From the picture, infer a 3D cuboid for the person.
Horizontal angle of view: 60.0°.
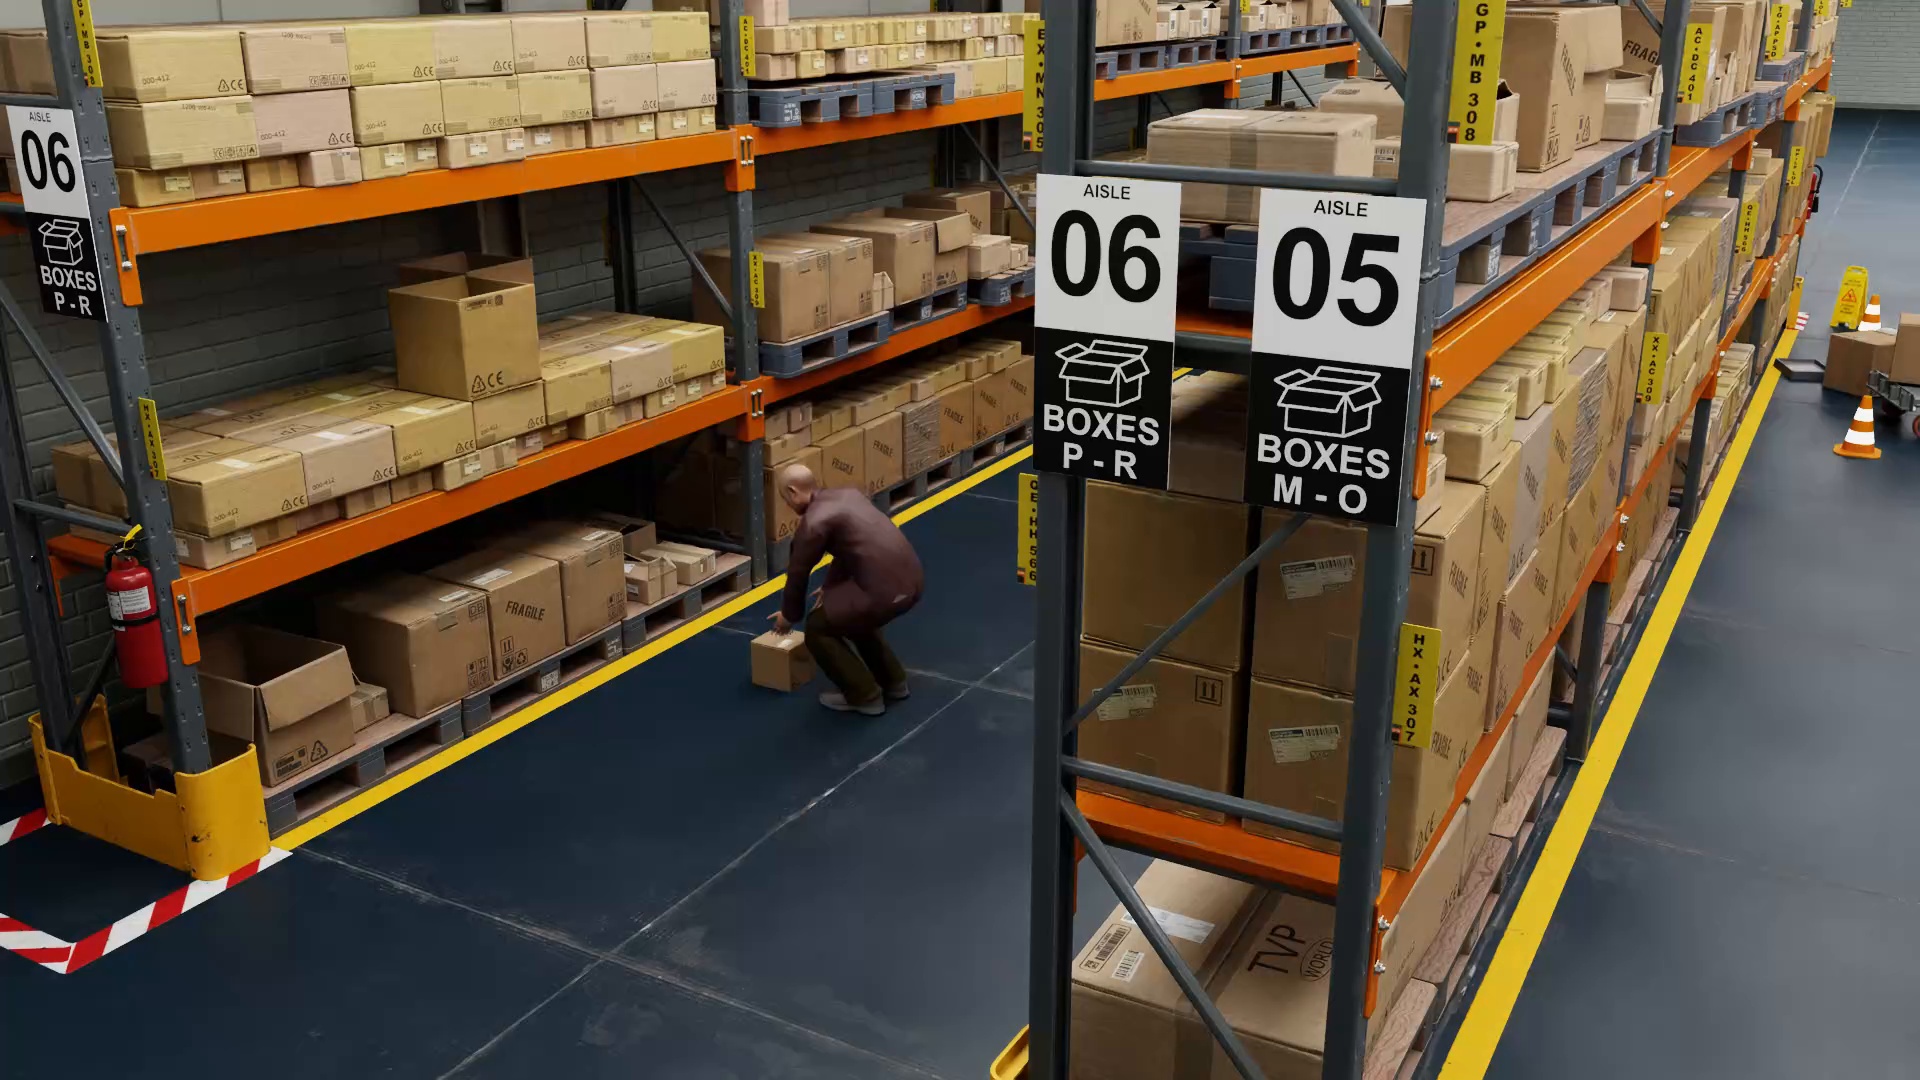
[{"bbox_3d":[-0.577,0.258,8.646,0.793,1.256,0.633,10,22,27],"label":"person"}]
